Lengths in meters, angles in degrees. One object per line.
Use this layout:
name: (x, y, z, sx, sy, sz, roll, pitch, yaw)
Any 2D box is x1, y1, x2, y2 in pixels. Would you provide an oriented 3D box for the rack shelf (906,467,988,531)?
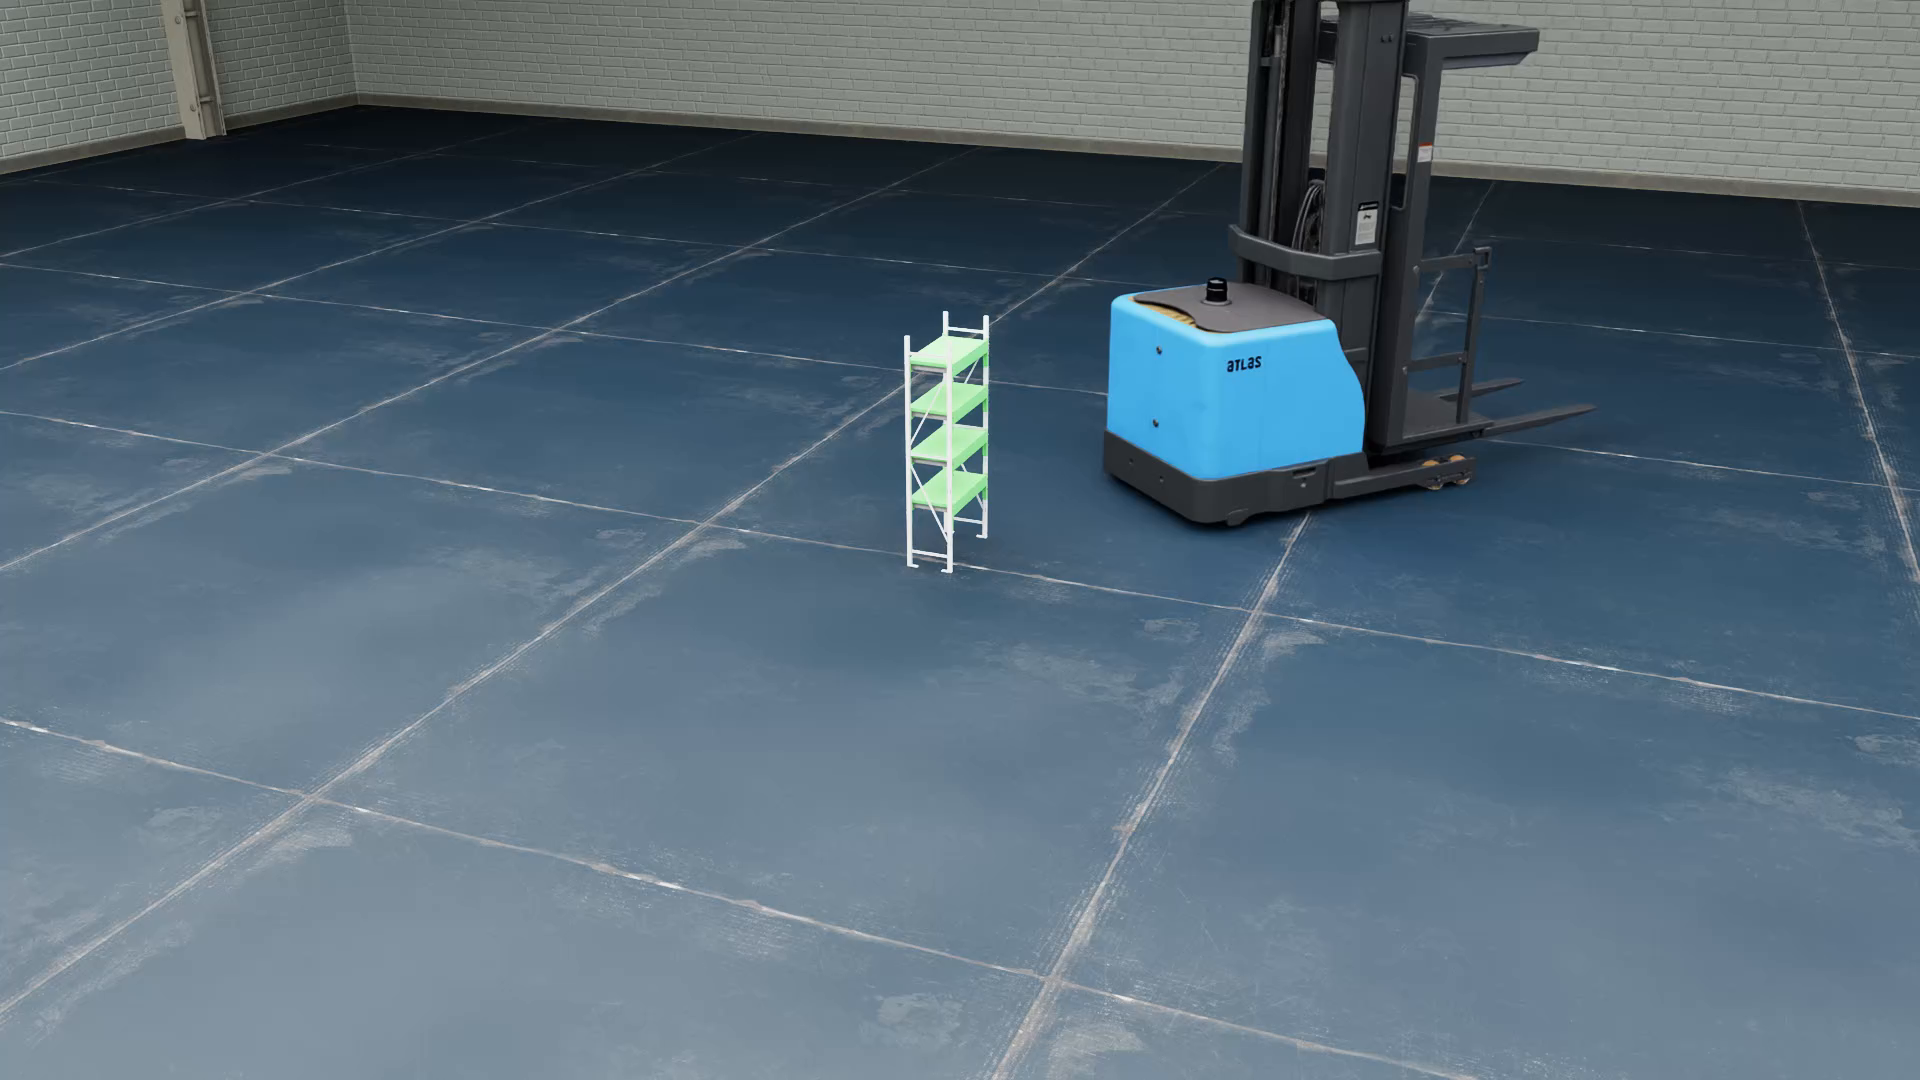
rack shelf: (-0.061, -0.214, 8.494, 0.258, 0.148, 0.480, 9, 24, 20)

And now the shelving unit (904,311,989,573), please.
shelving unit: (-0.061, -0.494, 8.377, 0.258, 1.200, 0.503, 9, 24, 20)

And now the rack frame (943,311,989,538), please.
rack frame: (0.029, -0.582, 8.586, 0.240, 1.200, 0.015, 9, 24, 20)

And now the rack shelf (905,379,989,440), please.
rack shelf: (-0.061, -0.657, 8.309, 0.258, 0.148, 0.480, 9, 24, 20)

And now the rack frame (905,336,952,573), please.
rack frame: (-0.152, -0.407, 8.168, 0.240, 1.200, 0.015, 9, 24, 20)

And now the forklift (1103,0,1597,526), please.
forklift: (2.373, -1.804, 9.267, 3.031, 2.935, 1.130, -11, 25, -25)

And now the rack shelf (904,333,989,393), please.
rack shelf: (-0.061, -0.878, 8.217, 0.258, 0.148, 0.480, 9, 24, 20)

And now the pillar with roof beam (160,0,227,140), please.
pillar with roof beam: (-5.477, -8.606, 17.678, 9.100, 9.000, 0.400, 9, 24, 20)

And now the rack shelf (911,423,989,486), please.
rack shelf: (-0.061, -0.435, 8.402, 0.258, 0.148, 0.480, 9, 24, 20)
